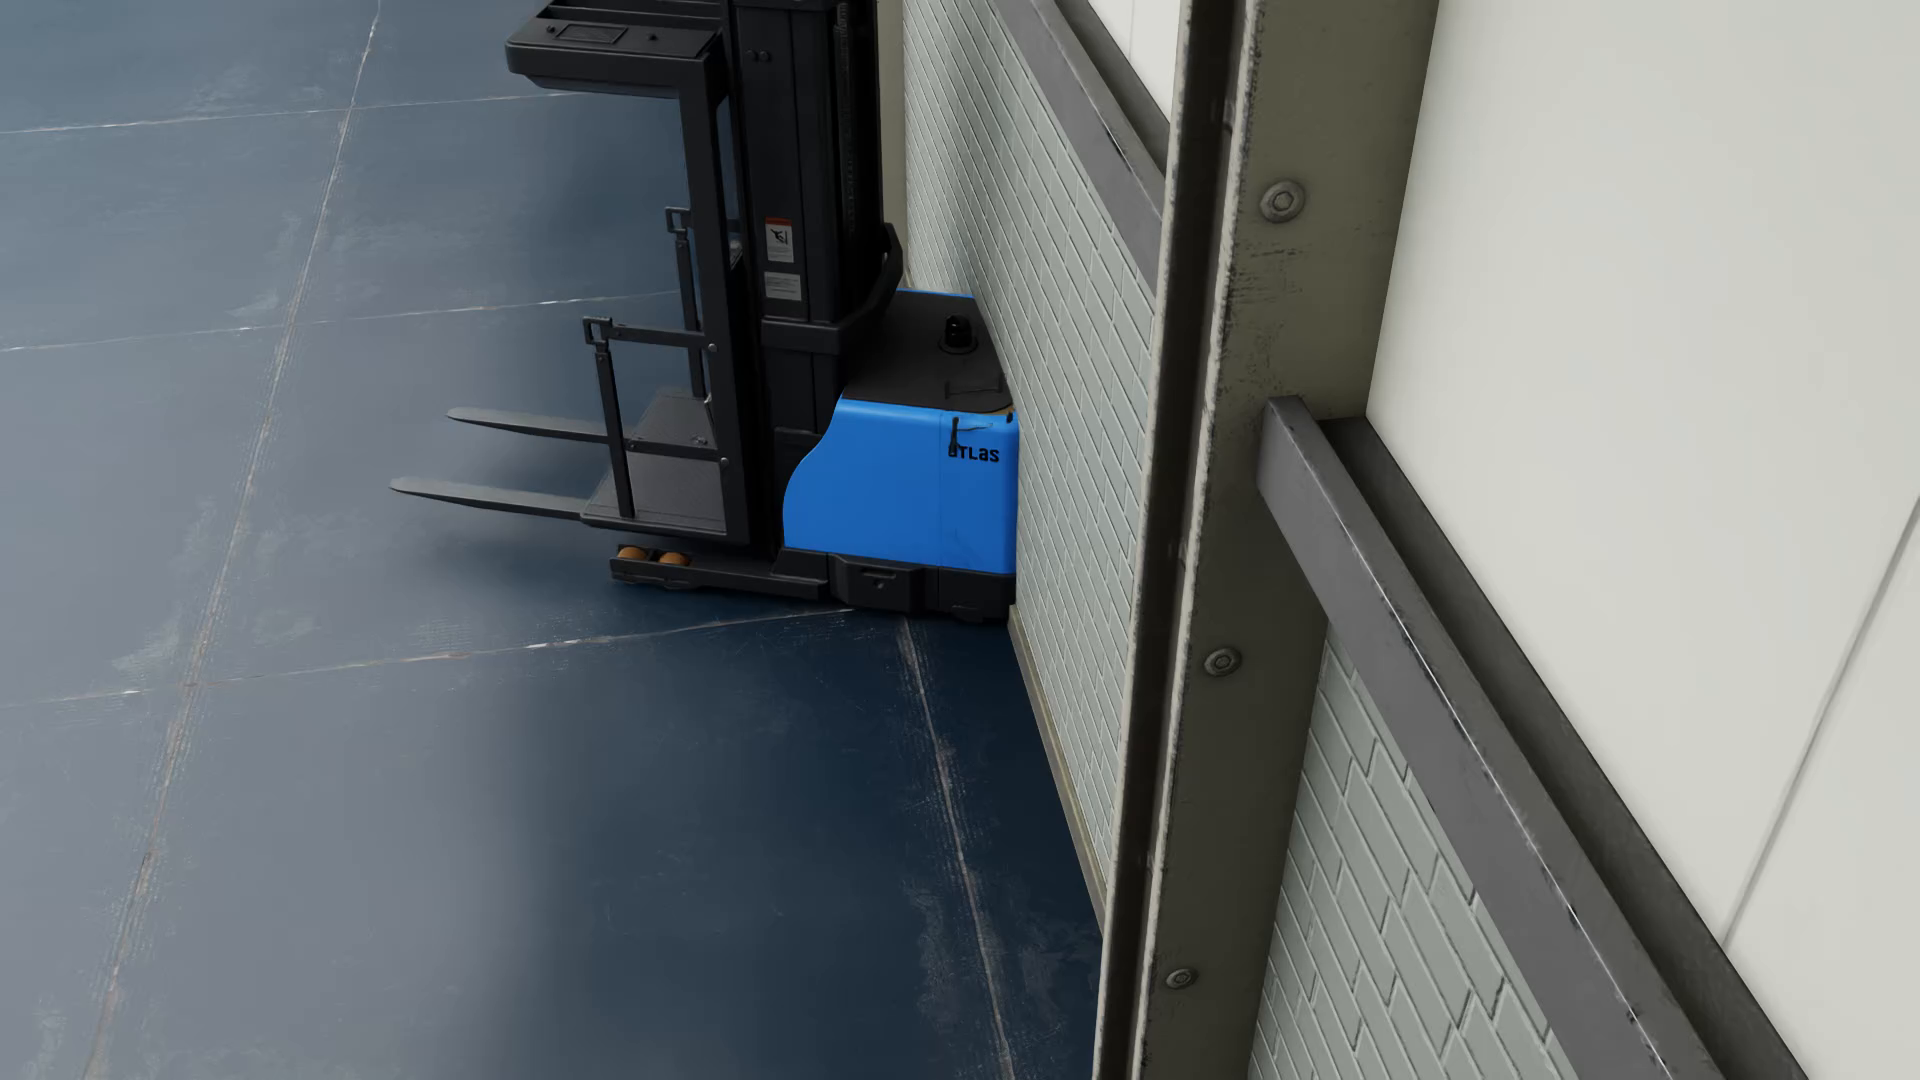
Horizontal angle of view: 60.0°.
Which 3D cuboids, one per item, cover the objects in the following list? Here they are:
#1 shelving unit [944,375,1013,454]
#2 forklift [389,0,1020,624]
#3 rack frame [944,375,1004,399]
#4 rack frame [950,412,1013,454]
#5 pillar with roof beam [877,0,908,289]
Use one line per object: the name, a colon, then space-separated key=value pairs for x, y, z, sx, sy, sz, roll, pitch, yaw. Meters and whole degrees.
shelving unit: x=0.040 y=-0.246 z=7.098 sx=0.258 sy=1.200 sz=0.189 roll=-7 pitch=58 yaw=-8
forklift: x=-1.101 y=-1.244 z=6.963 sx=3.031 sy=2.935 sz=1.130 roll=7 pitch=38 yaw=9
rack frame: x=0.024 y=-0.323 z=7.146 sx=0.240 sy=1.200 sz=0.006 roll=-7 pitch=58 yaw=-8
rack frame: x=0.056 y=-0.170 z=7.051 sx=0.240 sy=1.200 sz=0.006 roll=-7 pitch=58 yaw=-8
pillar with roof beam: x=-4.713 y=-4.653 z=6.404 sx=9.100 sy=9.000 sz=0.400 roll=-6 pitch=38 yaw=-8
